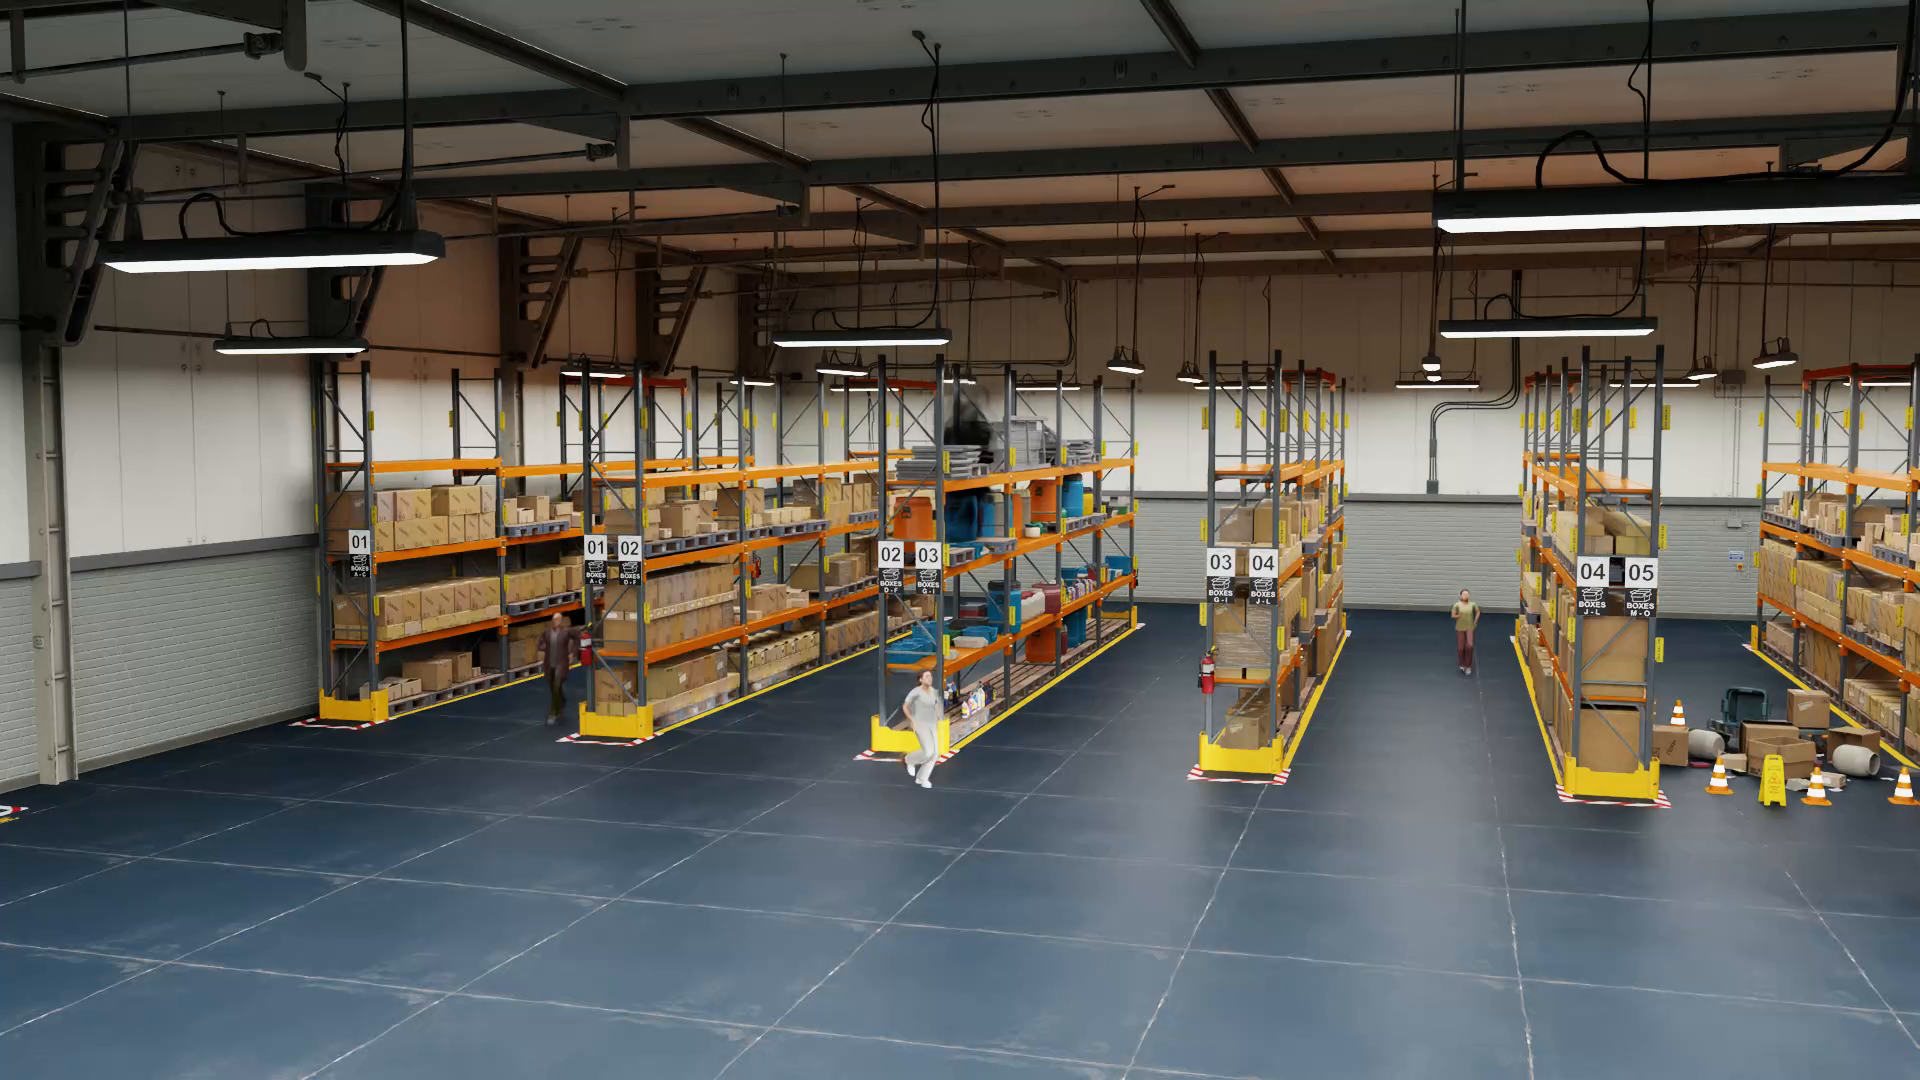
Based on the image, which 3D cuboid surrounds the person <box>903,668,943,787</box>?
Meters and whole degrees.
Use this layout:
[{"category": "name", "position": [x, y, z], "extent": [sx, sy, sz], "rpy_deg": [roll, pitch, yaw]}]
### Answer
[{"category": "person", "position": [-0.494, 2.572, 22.841], "extent": [0.577, 1.633, 0.566], "rpy_deg": [-4, 6, -42]}]

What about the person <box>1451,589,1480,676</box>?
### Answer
[{"category": "person", "position": [10.009, 1.816, 32.949], "extent": [0.558, 1.705, 0.670], "rpy_deg": [1, 4, 15]}]

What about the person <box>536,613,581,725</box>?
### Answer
[{"category": "person", "position": [-6.709, 2.104, 27.672], "extent": [0.703, 1.794, 0.947], "rpy_deg": [1, 4, 12]}]
